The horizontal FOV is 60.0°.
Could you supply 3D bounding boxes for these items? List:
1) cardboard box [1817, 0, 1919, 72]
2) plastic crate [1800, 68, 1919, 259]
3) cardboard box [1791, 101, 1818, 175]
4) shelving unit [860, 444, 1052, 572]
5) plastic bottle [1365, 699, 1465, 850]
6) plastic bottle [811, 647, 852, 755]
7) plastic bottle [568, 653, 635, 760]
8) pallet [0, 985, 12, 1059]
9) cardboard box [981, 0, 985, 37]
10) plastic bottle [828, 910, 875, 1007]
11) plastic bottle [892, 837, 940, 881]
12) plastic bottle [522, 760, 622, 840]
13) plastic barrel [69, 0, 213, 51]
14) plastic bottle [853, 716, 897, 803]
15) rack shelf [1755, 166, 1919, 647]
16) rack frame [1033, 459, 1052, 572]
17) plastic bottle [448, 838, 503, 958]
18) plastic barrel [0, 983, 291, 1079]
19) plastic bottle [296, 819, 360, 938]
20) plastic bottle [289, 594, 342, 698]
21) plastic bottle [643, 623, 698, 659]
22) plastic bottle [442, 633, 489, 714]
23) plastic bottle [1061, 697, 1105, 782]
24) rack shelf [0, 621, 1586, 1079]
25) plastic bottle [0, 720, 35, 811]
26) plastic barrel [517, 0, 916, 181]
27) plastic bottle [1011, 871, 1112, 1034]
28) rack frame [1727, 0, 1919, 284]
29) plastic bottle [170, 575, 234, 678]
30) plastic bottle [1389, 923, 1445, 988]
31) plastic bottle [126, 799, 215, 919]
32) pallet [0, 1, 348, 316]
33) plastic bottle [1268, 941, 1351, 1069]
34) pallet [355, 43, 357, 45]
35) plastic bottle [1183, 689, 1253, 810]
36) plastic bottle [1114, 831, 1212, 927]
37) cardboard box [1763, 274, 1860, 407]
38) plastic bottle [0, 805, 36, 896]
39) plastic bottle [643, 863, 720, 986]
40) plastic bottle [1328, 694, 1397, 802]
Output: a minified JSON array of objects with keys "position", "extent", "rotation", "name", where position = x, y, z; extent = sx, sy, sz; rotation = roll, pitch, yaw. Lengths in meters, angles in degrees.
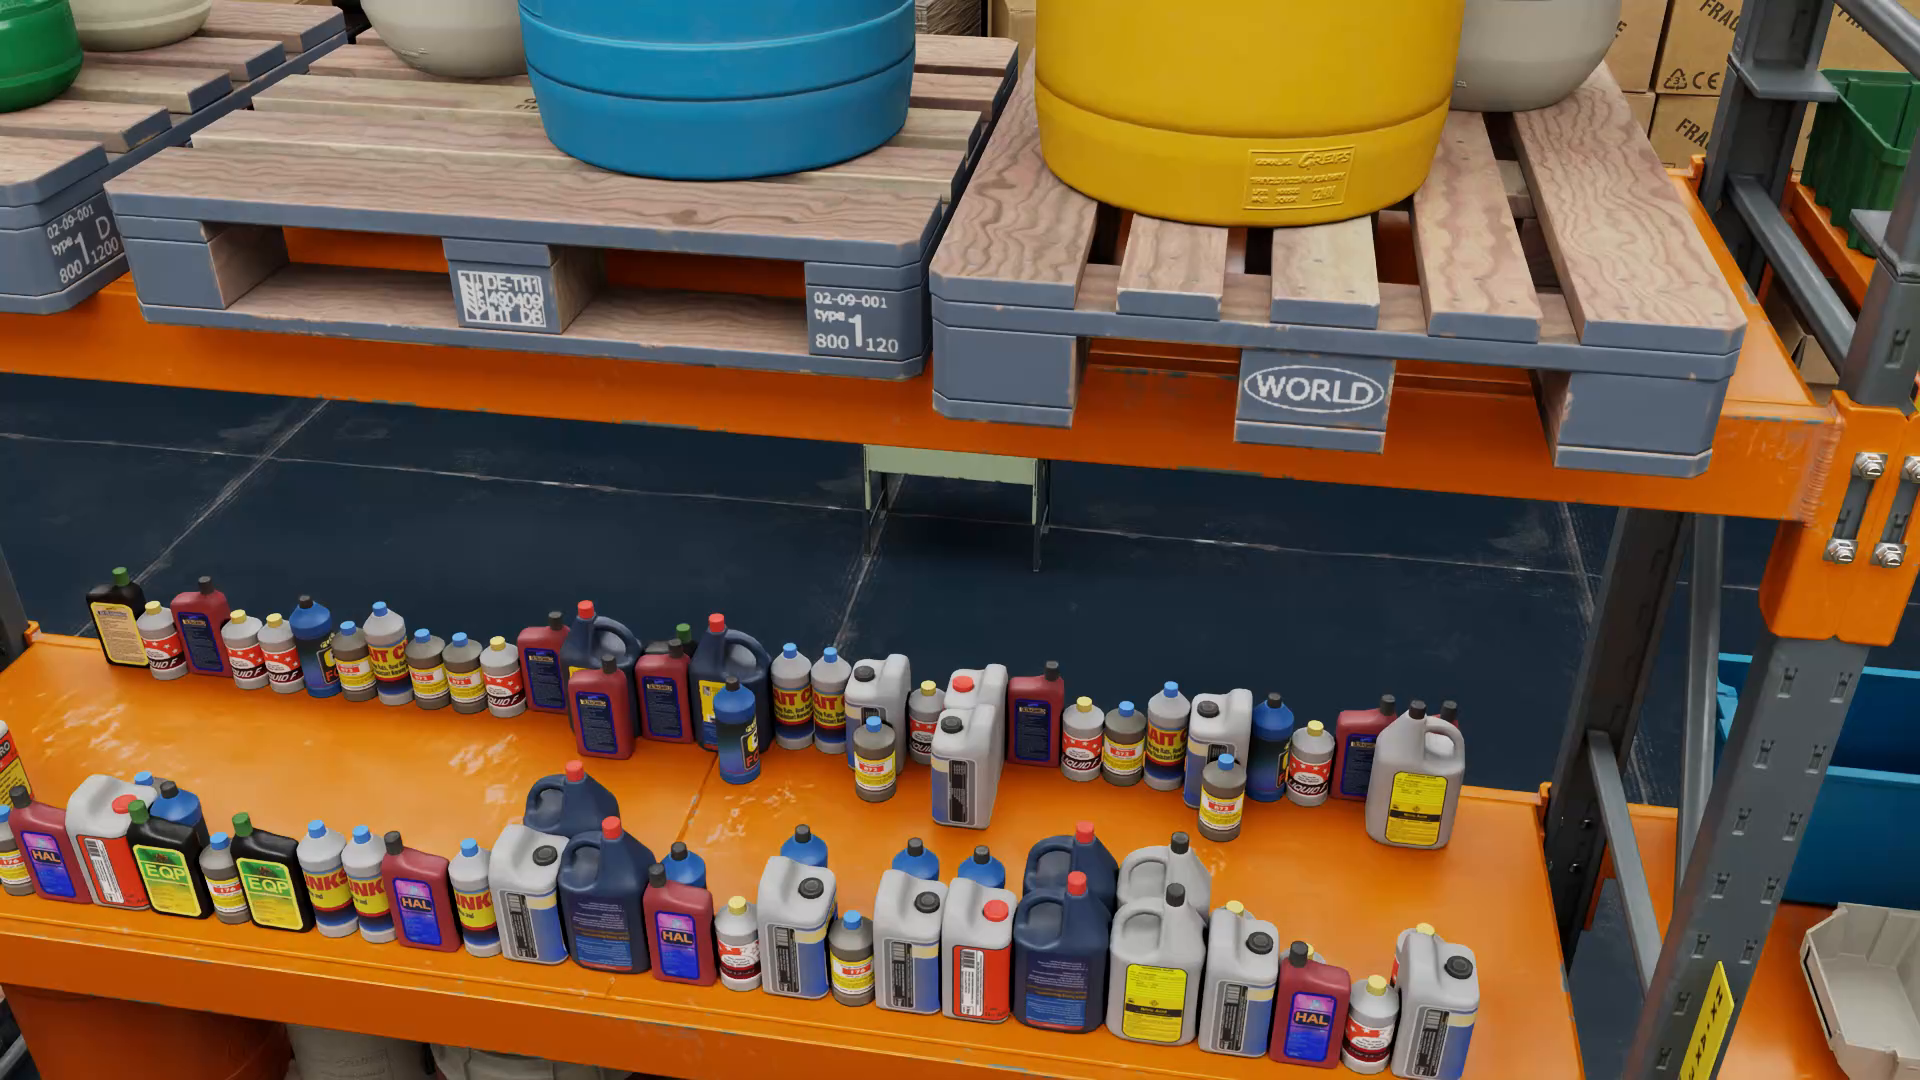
[{"position":[3.610,-2.088,6.722],"extent":[0.500,0.500,0.500],"rotation":[4,32,7],"name":"cardboard box"},{"position":[1.809,-0.614,2.777],"extent":[0.662,0.188,0.450],"rotation":[5,32,8],"name":"plastic crate"},{"position":[3.632,-1.667,6.992],"extent":[0.500,0.500,0.500],"rotation":[5,32,8],"name":"cardboard box"},{"position":[-0.007,-0.636,6.853],"extent":[0.755,1.500,0.431],"rotation":[5,32,8],"name":"shelving unit"},{"position":[1.008,0.504,3.664],"extent":[0.185,0.351,0.144],"rotation":[5,32,8],"name":"plastic bottle"},{"position":[-0.302,0.373,3.947],"extent":[0.097,0.271,0.097],"rotation":[0,32,0],"name":"plastic bottle"},{"position":[-0.847,0.387,3.915],"extent":[0.133,0.283,0.061],"rotation":[5,32,8],"name":"plastic bottle"},{"position":[-3.359,1.423,4.778],"extent":[1.213,0.211,1.003],"rotation":[5,32,8],"name":"pallet"},{"position":[-0.233,-3.983,12.417],"extent":[0.750,0.750,0.750],"rotation":[5,32,8],"name":"cardboard box"},{"position":[-0.211,0.820,3.300],"extent":[0.097,0.201,0.097],"rotation":[0,32,0],"name":"plastic bottle"},{"position":[-0.089,0.719,3.395],"extent":[0.097,0.271,0.097],"rotation":[0,32,0],"name":"plastic bottle"},{"position":[-0.813,0.608,3.499],"extent":[0.185,0.351,0.144],"rotation":[5,32,8],"name":"plastic bottle"},{"position":[-1.521,-1.041,2.994],"extent":[0.301,0.262,0.301],"rotation":[0,32,0],"name":"plastic barrel"},{"position":[-0.195,0.495,3.820],"extent":[0.097,0.201,0.097],"rotation":[0,32,0],"name":"plastic bottle"},{"position":[3.312,-0.100,2.434],"extent":[4.000,0.370,1.077],"rotation":[5,32,8],"name":"rack shelf"},{"position":[0.354,-0.604,6.801],"extent":[0.023,1.500,0.400],"rotation":[5,32,8],"name":"rack frame"},{"position":[-0.982,0.720,3.393],"extent":[0.097,0.271,0.097],"rotation":[0,32,0],"name":"plastic bottle"},{"position":[-2.117,1.107,4.304],"extent":[0.708,0.830,0.600],"rotation":[5,32,8],"name":"plastic barrel"},{"position":[-1.305,0.691,3.440],"extent":[0.097,0.271,0.097],"rotation":[0,32,0],"name":"plastic bottle"},{"position":[-1.602,0.256,4.135],"extent":[0.097,0.271,0.097],"rotation":[0,32,0],"name":"plastic bottle"},{"position":[-0.691,0.323,4.016],"extent":[0.133,0.283,0.061],"rotation":[5,32,8],"name":"plastic bottle"},{"position":[-1.218,0.320,4.098],"extent":[0.097,0.201,0.097],"rotation":[0,32,0],"name":"plastic bottle"},{"position":[0.286,0.456,3.881],"extent":[0.097,0.201,0.097],"rotation":[0,32,0],"name":"plastic bottle"},{"position":[-0.631,0.814,3.800],"extent":[4.000,0.370,1.077],"rotation":[5,32,8],"name":"rack shelf"},{"position":[-2.204,0.511,3.723],"extent":[0.135,0.276,0.152],"rotation":[5,32,8],"name":"plastic bottle"},{"position":[-0.367,-1.047,2.400],"extent":[0.708,0.901,0.600],"rotation":[5,32,8],"name":"plastic barrel"},{"position":[0.197,0.781,3.221],"extent":[0.185,0.351,0.144],"rotation":[5,32,8],"name":"plastic bottle"},{"position":[1.341,-1.855,1.733],"extent":[0.127,3.000,1.000],"rotation":[5,32,8],"name":"rack frame"},{"position":[-1.904,0.214,4.192],"extent":[0.133,0.283,0.061],"rotation":[5,32,8],"name":"plastic bottle"},{"position":[0.900,0.839,3.270],"extent":[0.097,0.201,0.097],"rotation":[0,32,0],"name":"plastic bottle"},{"position":[-1.650,0.665,3.471],"extent":[0.133,0.283,0.061],"rotation":[5,32,8],"name":"plastic bottle"},{"position":[-1.865,-0.741,2.958],"extent":[1.213,0.211,1.003],"rotation":[5,32,8],"name":"pallet"},{"position":[0.662,0.874,3.136],"extent":[0.133,0.283,0.061],"rotation":[5,32,8],"name":"plastic bottle"},{"position":[-4.111,-3.957,13.373],"extent":[1.213,0.211,1.003],"rotation":[5,32,8],"name":"pallet"},{"position":[0.588,0.467,3.794],"extent":[0.135,0.276,0.152],"rotation":[5,32,8],"name":"plastic bottle"},{"position":[0.404,0.722,3.316],"extent":[0.185,0.351,0.144],"rotation":[5,32,8],"name":"plastic bottle"},{"position":[4.031,-0.866,7.745],"extent":[0.637,0.503,0.797],"rotation":[5,32,8],"name":"cardboard box"},{"position":[-2.024,0.656,3.562],"extent":[0.097,0.201,0.097],"rotation":[0,32,0],"name":"plastic bottle"},{"position":[-0.556,0.764,3.313],"extent":[0.133,0.283,0.061],"rotation":[5,32,8],"name":"plastic bottle"},{"position":[0.920,0.469,3.783],"extent":[0.133,0.283,0.061],"rotation":[5,32,8],"name":"plastic bottle"}]
